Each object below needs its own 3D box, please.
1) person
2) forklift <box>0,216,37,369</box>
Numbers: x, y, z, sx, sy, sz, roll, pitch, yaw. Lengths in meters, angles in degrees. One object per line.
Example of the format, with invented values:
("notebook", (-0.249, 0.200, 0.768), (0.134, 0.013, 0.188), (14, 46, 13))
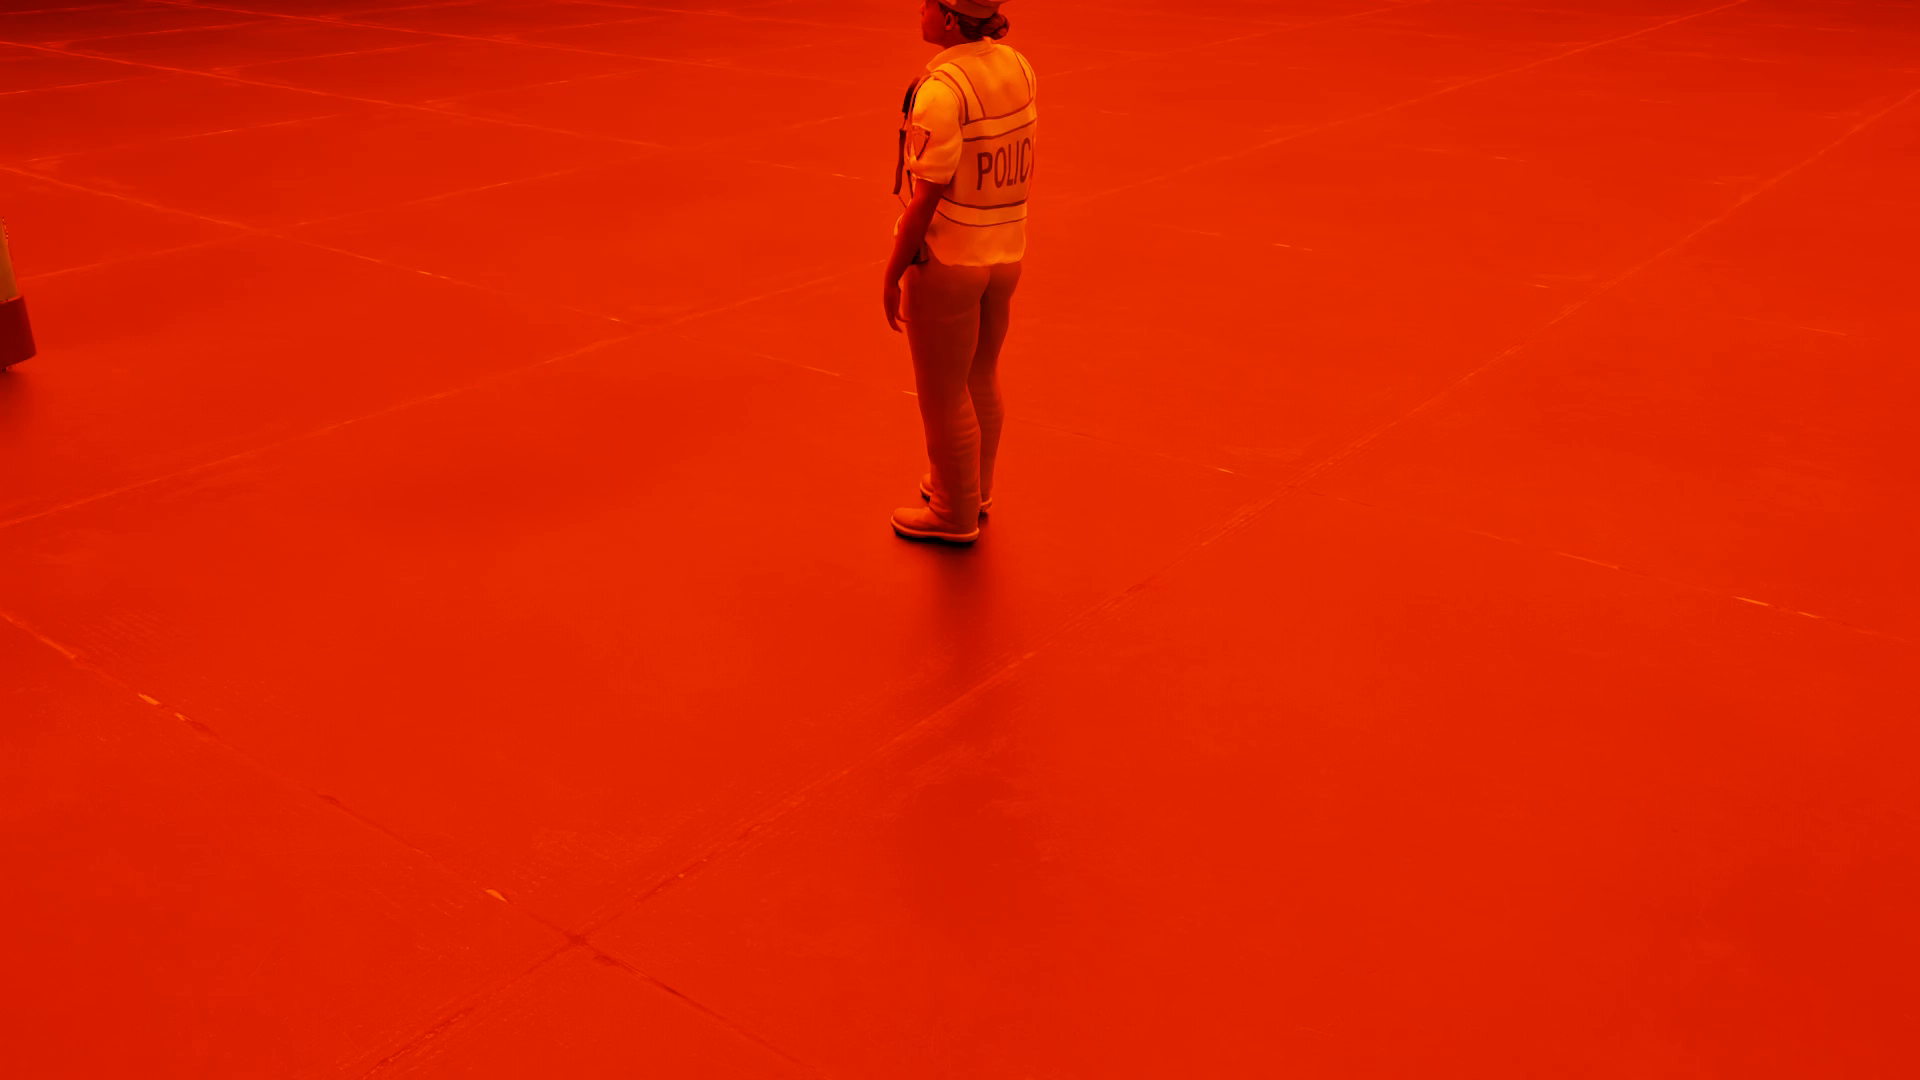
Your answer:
("person", (-0.047, -0.808, 4.730), (0.530, 1.695, 0.569), (17, 29, 34))
("forklift", (-5.183, -1.992, 5.924), (3.031, 2.935, 1.130), (7, 24, 15))
